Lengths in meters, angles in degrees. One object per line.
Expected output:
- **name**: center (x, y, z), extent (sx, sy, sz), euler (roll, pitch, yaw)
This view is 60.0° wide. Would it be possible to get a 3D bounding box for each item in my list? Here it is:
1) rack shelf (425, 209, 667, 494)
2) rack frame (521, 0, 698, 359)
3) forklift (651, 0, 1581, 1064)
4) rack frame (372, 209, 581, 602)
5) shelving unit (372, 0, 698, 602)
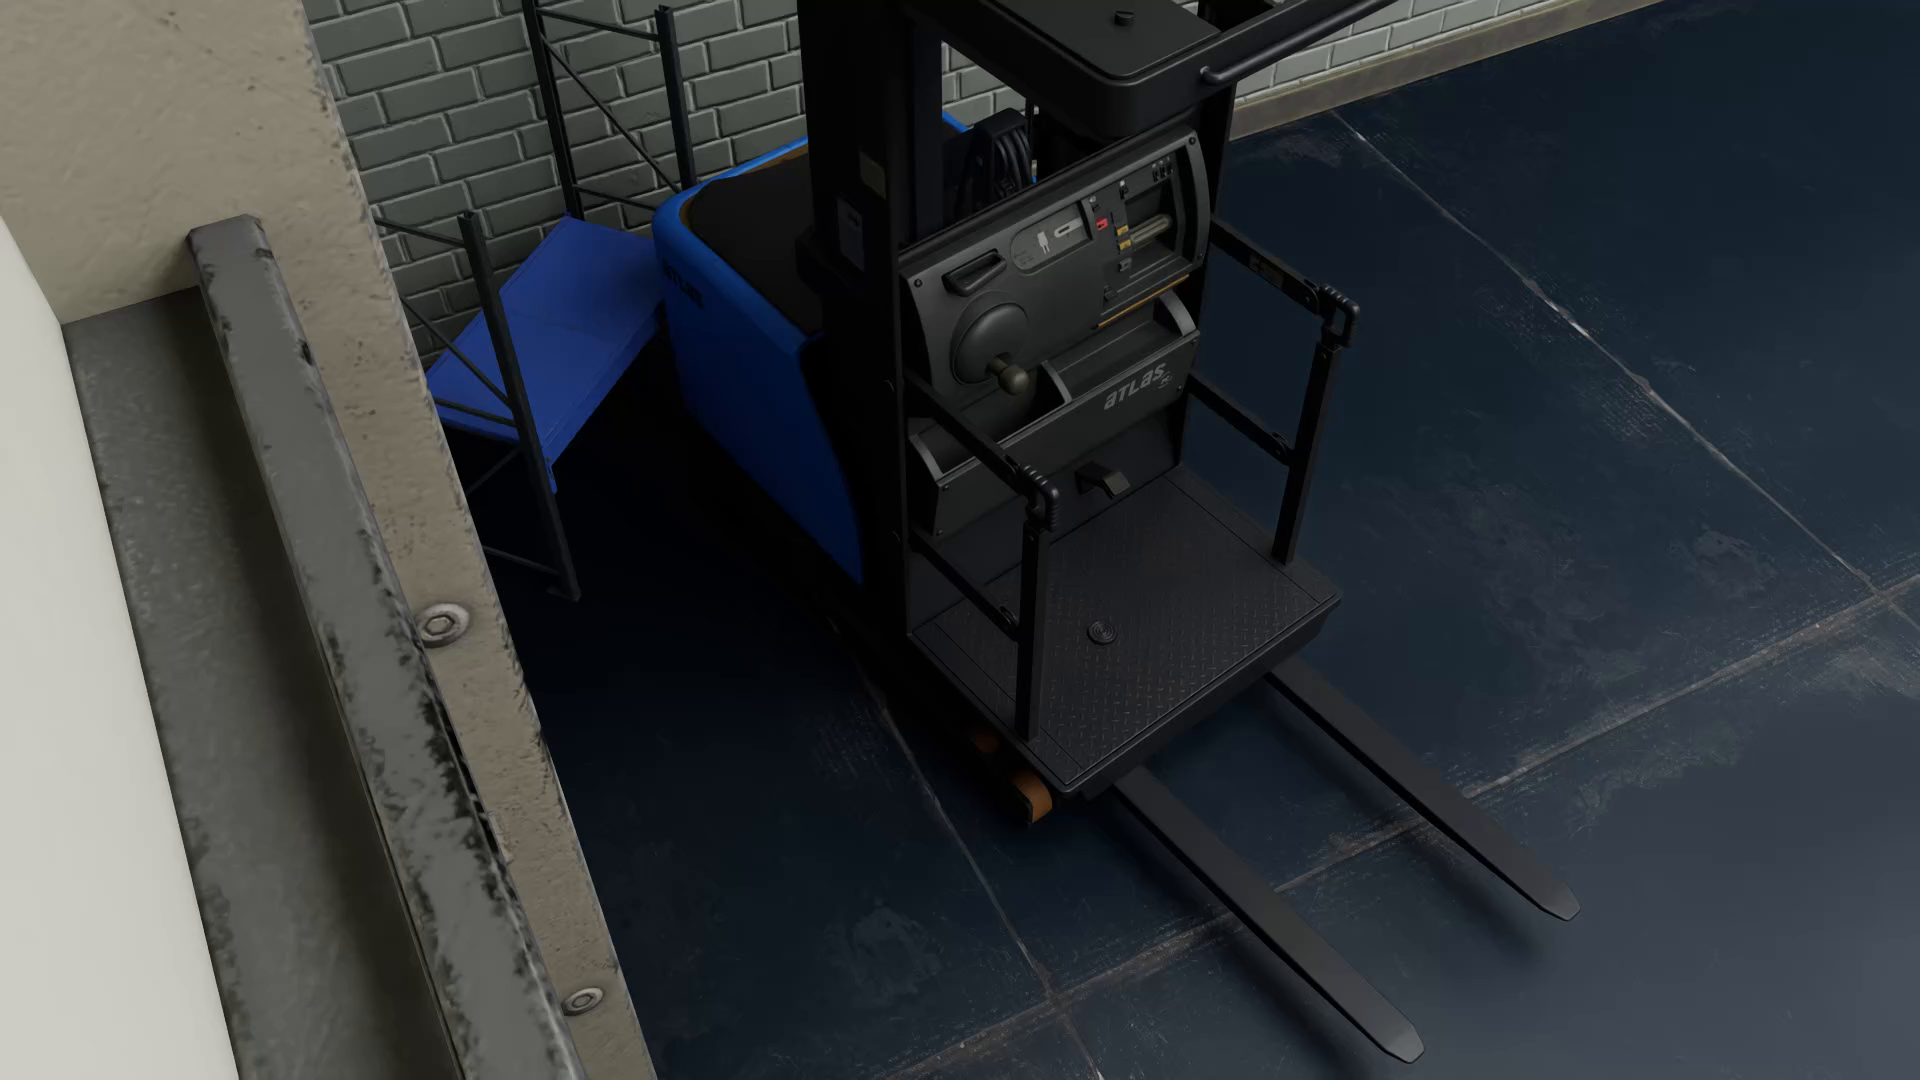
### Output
- **rack shelf**: center (-1.248, -0.615, 5.198), extent (0.538, 0.185, 1.000), euler (17, 51, 14)
- **rack frame**: center (-1.061, -1.089, 5.373), extent (0.500, 1.500, 0.032), euler (17, 51, 14)
- **forklift**: center (0.395, -0.596, 3.992), extent (1.130, 2.935, 3.031), euler (-31, 56, -24)
- **rack frame**: center (-1.436, -0.378, 4.751), extent (0.500, 1.500, 0.032), euler (17, 51, 14)
- **shelving unit**: center (-1.248, -0.733, 5.062), extent (0.538, 1.500, 1.048), euler (17, 51, 14)
